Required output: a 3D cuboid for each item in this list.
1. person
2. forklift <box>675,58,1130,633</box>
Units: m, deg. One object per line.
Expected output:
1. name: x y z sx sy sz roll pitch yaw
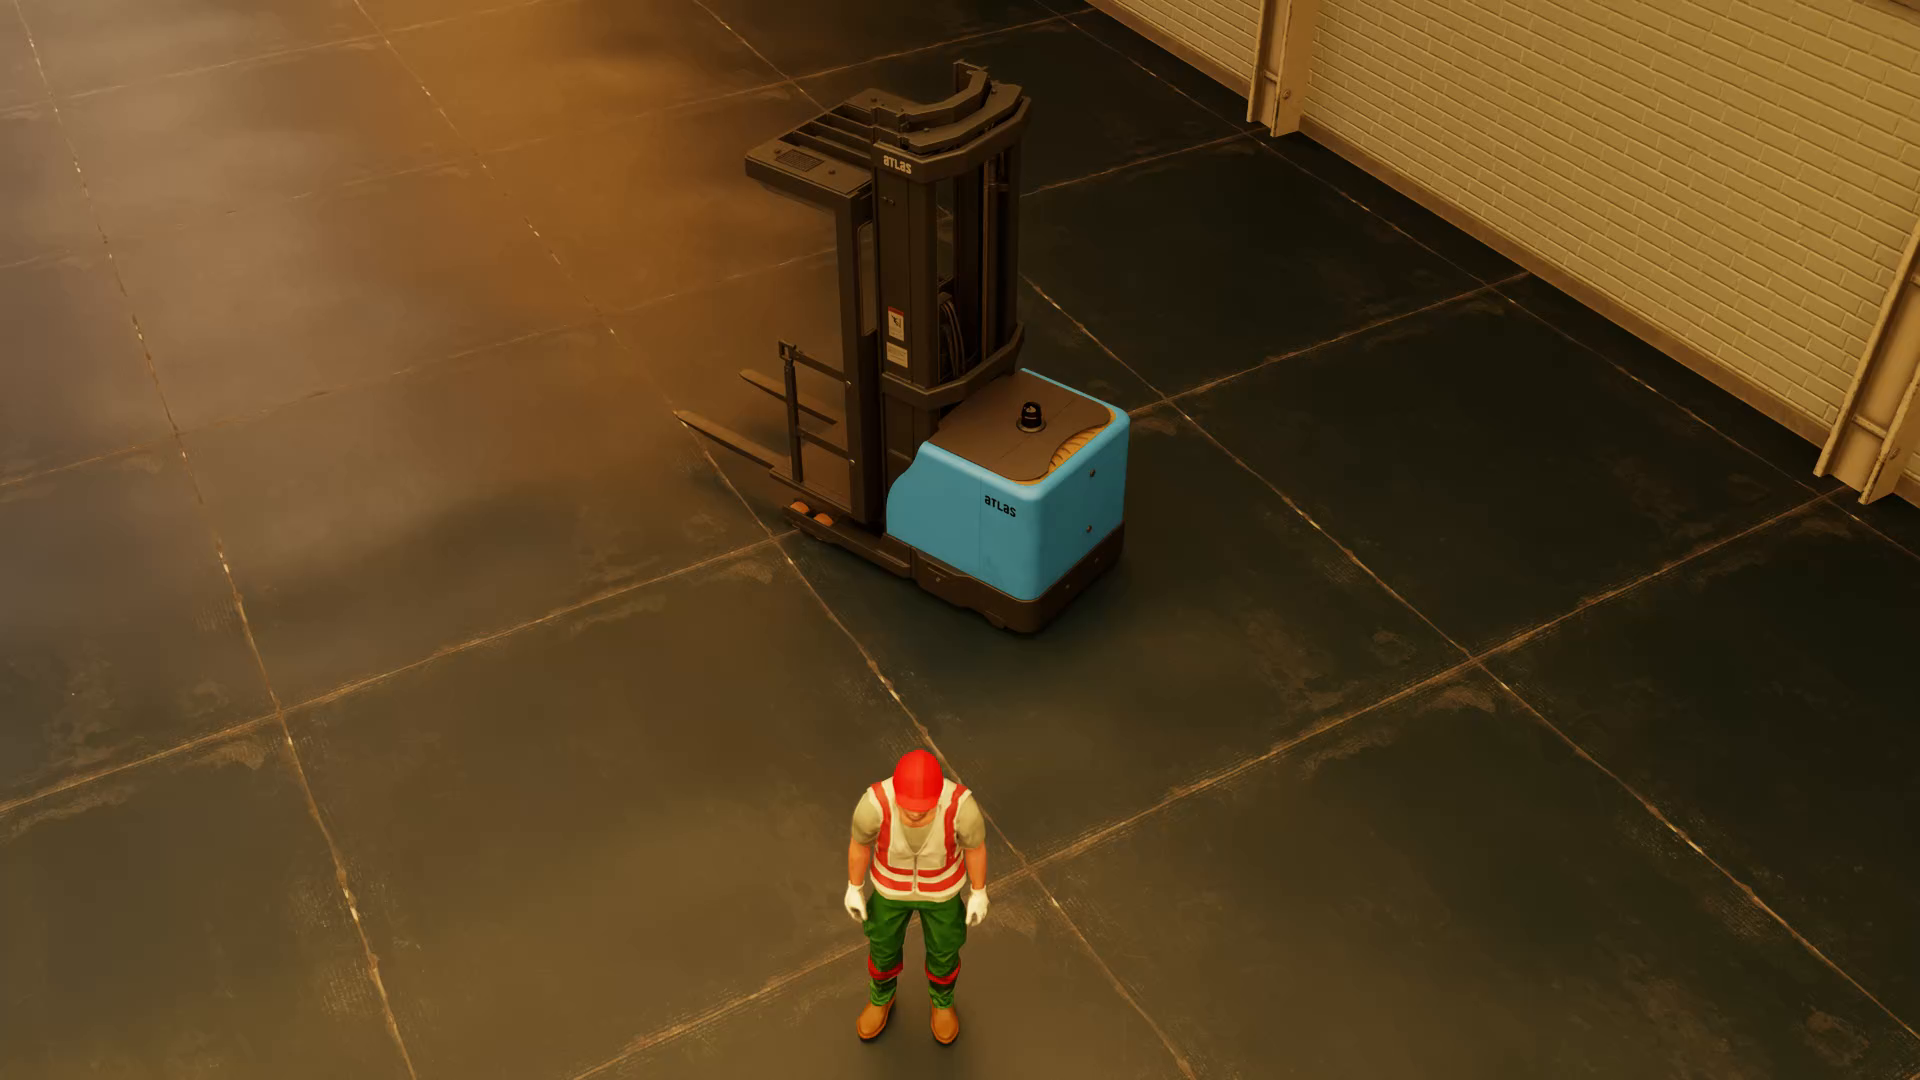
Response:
1. person: -0.195 1.507 7.124 0.607 1.779 0.452 3 40 4
2. forklift: -0.481 -1.366 9.683 3.031 2.935 1.130 26 46 28
